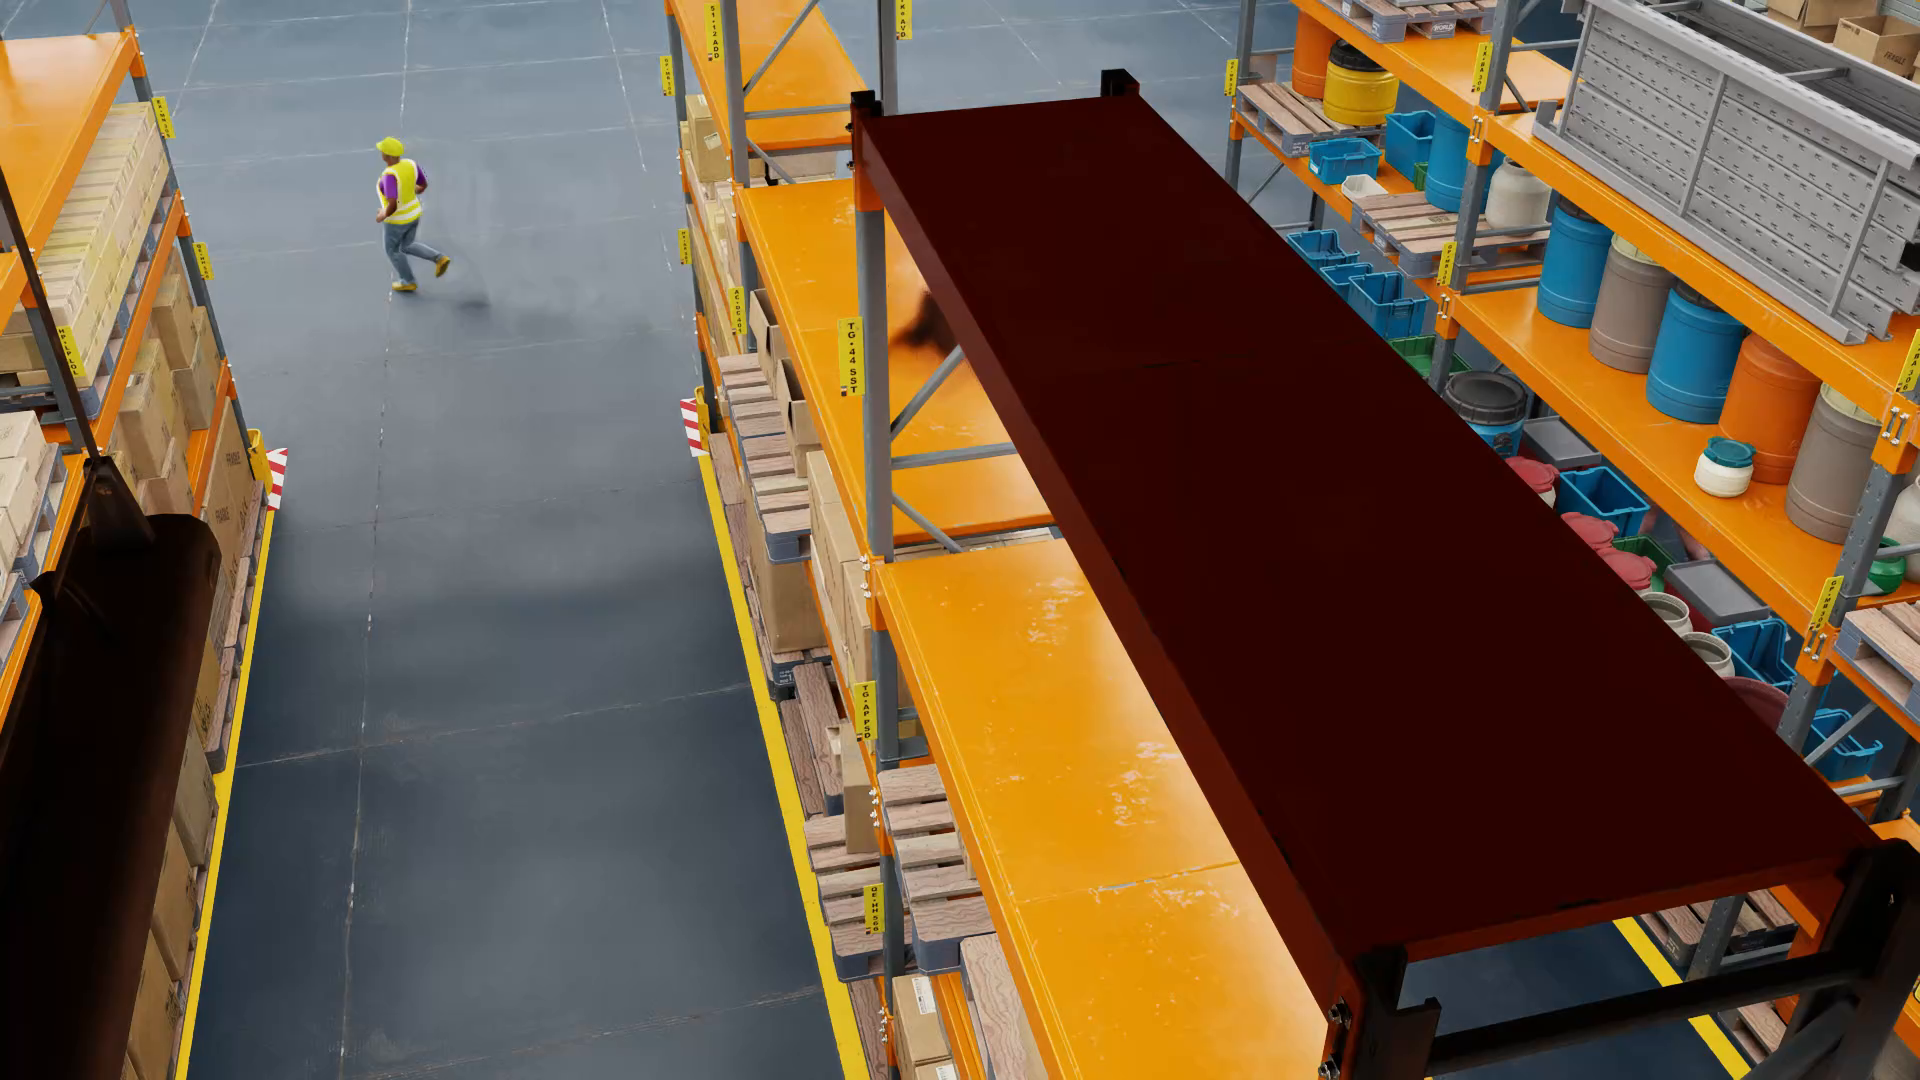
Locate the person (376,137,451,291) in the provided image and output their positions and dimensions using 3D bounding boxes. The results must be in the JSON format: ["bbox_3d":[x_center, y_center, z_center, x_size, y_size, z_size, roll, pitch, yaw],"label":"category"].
[{"bbox_3d":[-5.850,-3.407,17.558,0.739,1.739,0.707,11,36,16],"label":"person"}]

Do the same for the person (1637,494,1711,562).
[{"bbox_3d":[5.744,-0.465,13.252,0.574,1.673,0.951,-18,38,-24],"label":"person"}]
